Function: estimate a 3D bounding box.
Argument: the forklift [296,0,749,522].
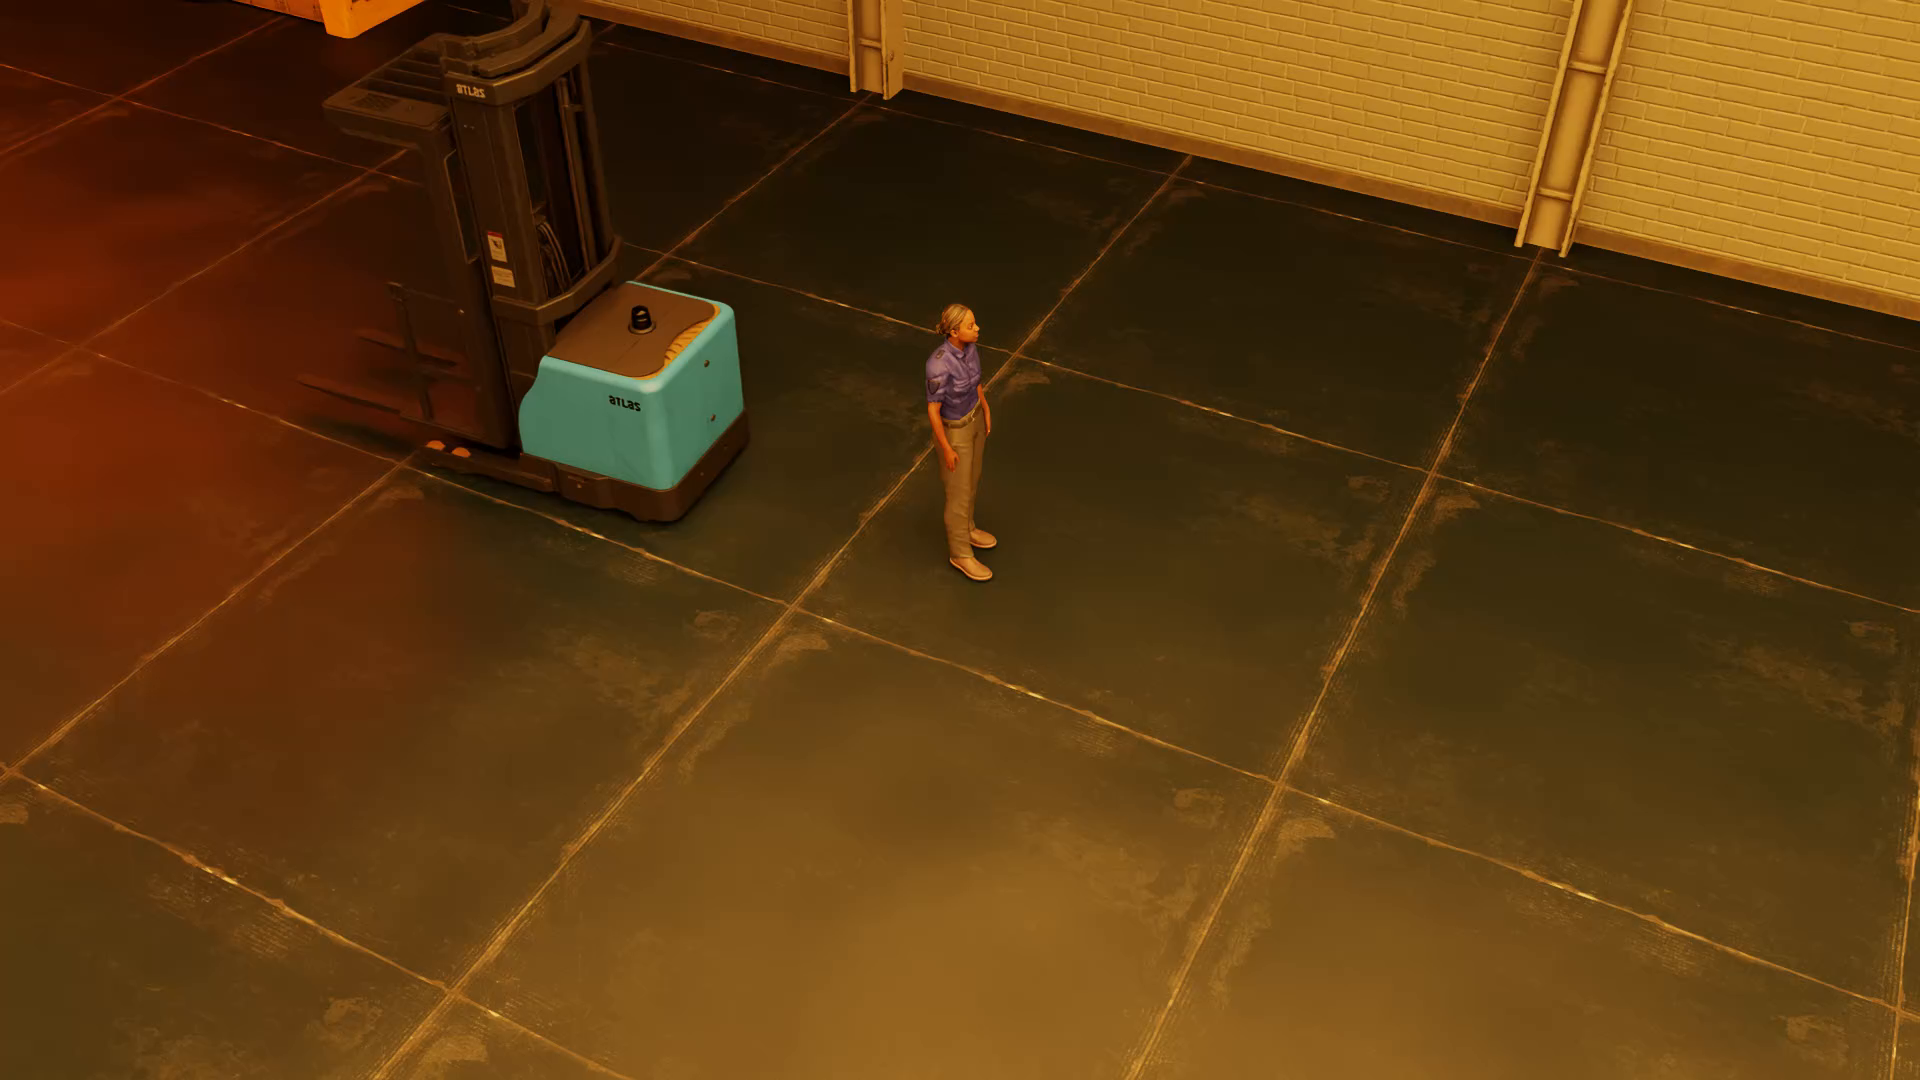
[{"bbox_3d":[-2.954,-1.849,10.182,3.031,2.935,1.130,15,42,17],"label":"forklift"}]

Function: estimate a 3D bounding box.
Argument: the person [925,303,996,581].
[{"bbox_3d":[0.068,-0.601,9.680,0.504,1.654,0.569,18,43,21],"label":"person"}]
